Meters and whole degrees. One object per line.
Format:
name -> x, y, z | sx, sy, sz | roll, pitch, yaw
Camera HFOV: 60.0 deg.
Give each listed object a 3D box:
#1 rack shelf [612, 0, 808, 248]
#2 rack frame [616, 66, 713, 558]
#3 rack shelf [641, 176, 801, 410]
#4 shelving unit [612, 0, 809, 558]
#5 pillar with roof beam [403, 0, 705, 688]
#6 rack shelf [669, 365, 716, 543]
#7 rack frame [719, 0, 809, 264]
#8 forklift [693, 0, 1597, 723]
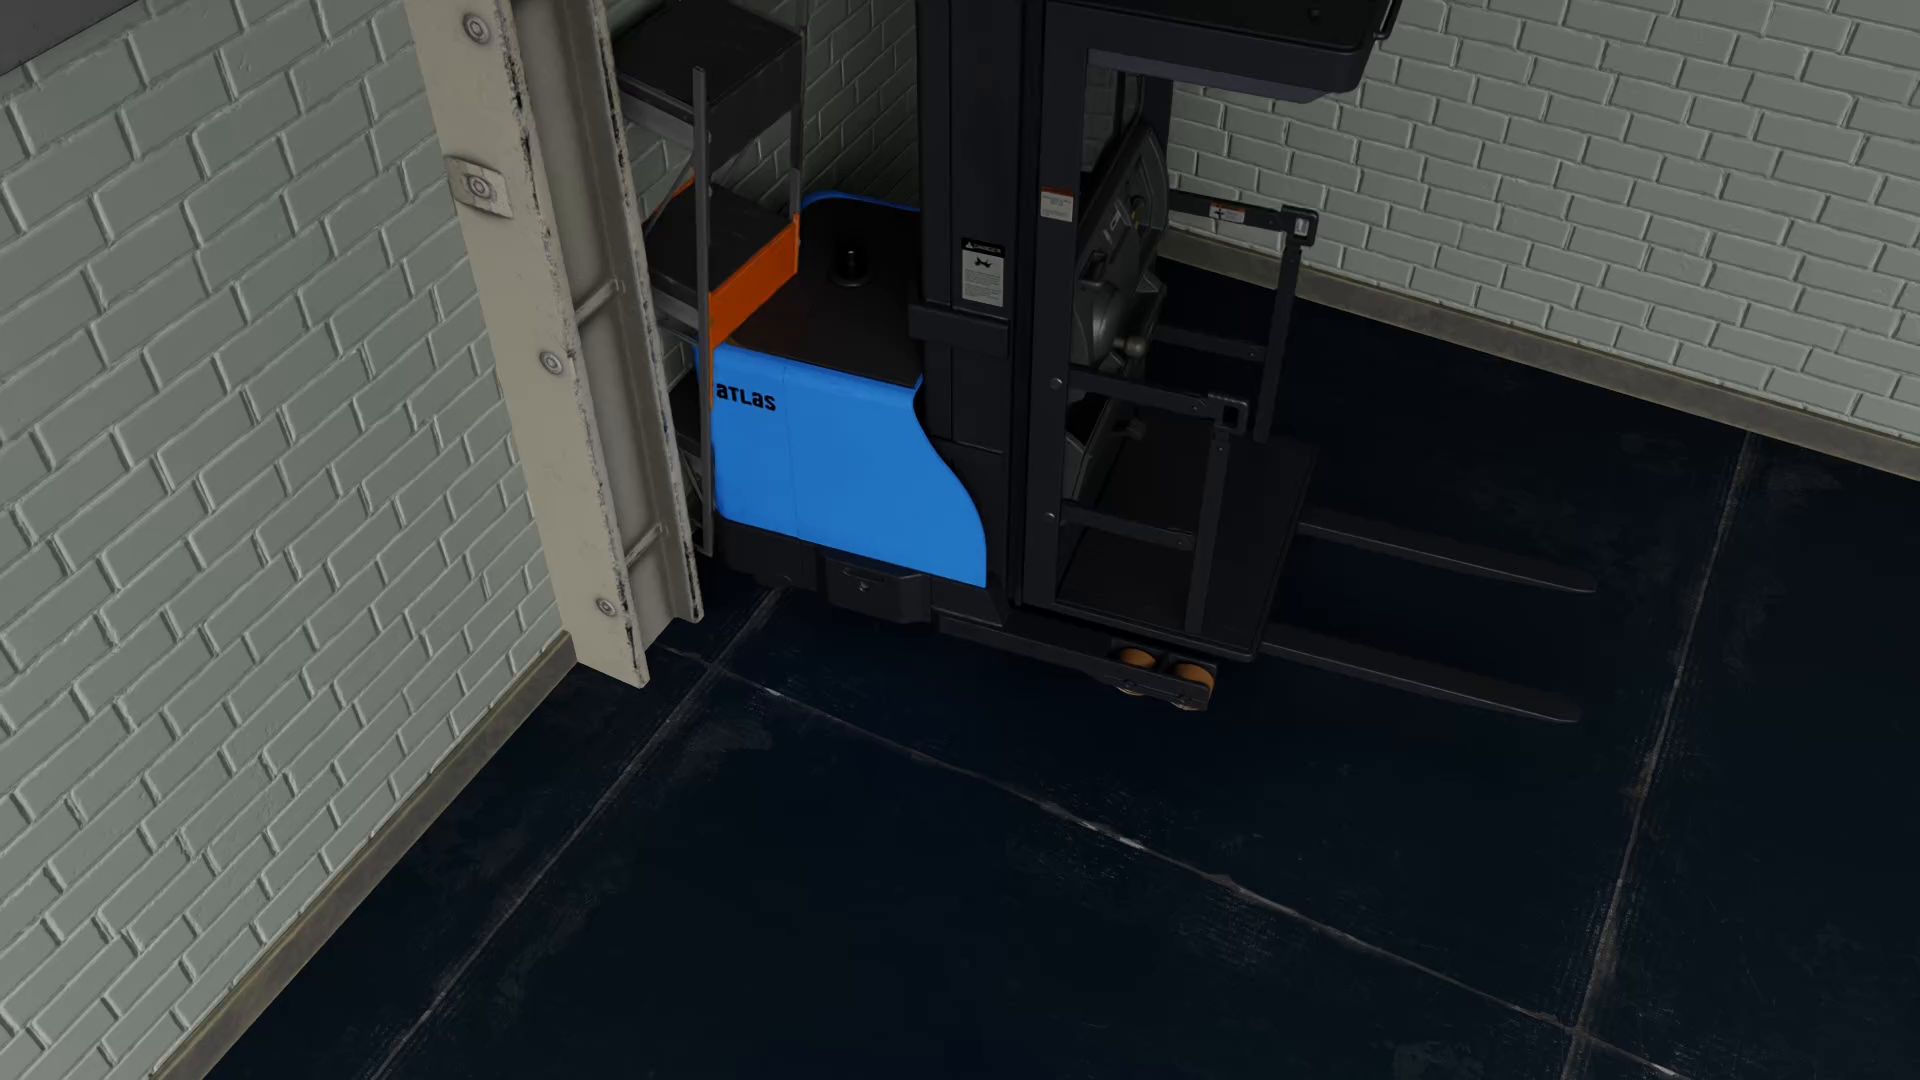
rack shelf -> -0.770, -1.278, 4.957 | 0.431, 0.518, 0.480 | 28, 53, 15
rack frame -> -0.969, -0.693, 5.342 | 0.400, 2.100, 0.015 | 28, 53, 15
rack shelf -> -0.844, -0.837, 5.495 | 0.431, 0.518, 0.480 | 28, 53, 15
shelving unit -> -0.842, -0.845, 5.485 | 0.431, 2.100, 0.503 | 28, 53, 15
pillar with roof beam -> 2.669, -1.403, 1.310 | 9.100, 9.000, 0.400 | 20, 49, 19
rack shelf -> -0.917, -0.395, 6.033 | 0.431, 0.518, 0.480 | 28, 53, 15
rack frame -> -0.716, -0.998, 5.627 | 0.400, 2.100, 0.015 | 28, 53, 15
forklift -> 0.685, -0.879, 5.058 | 3.031, 2.935, 1.130 | 15, 47, 14
